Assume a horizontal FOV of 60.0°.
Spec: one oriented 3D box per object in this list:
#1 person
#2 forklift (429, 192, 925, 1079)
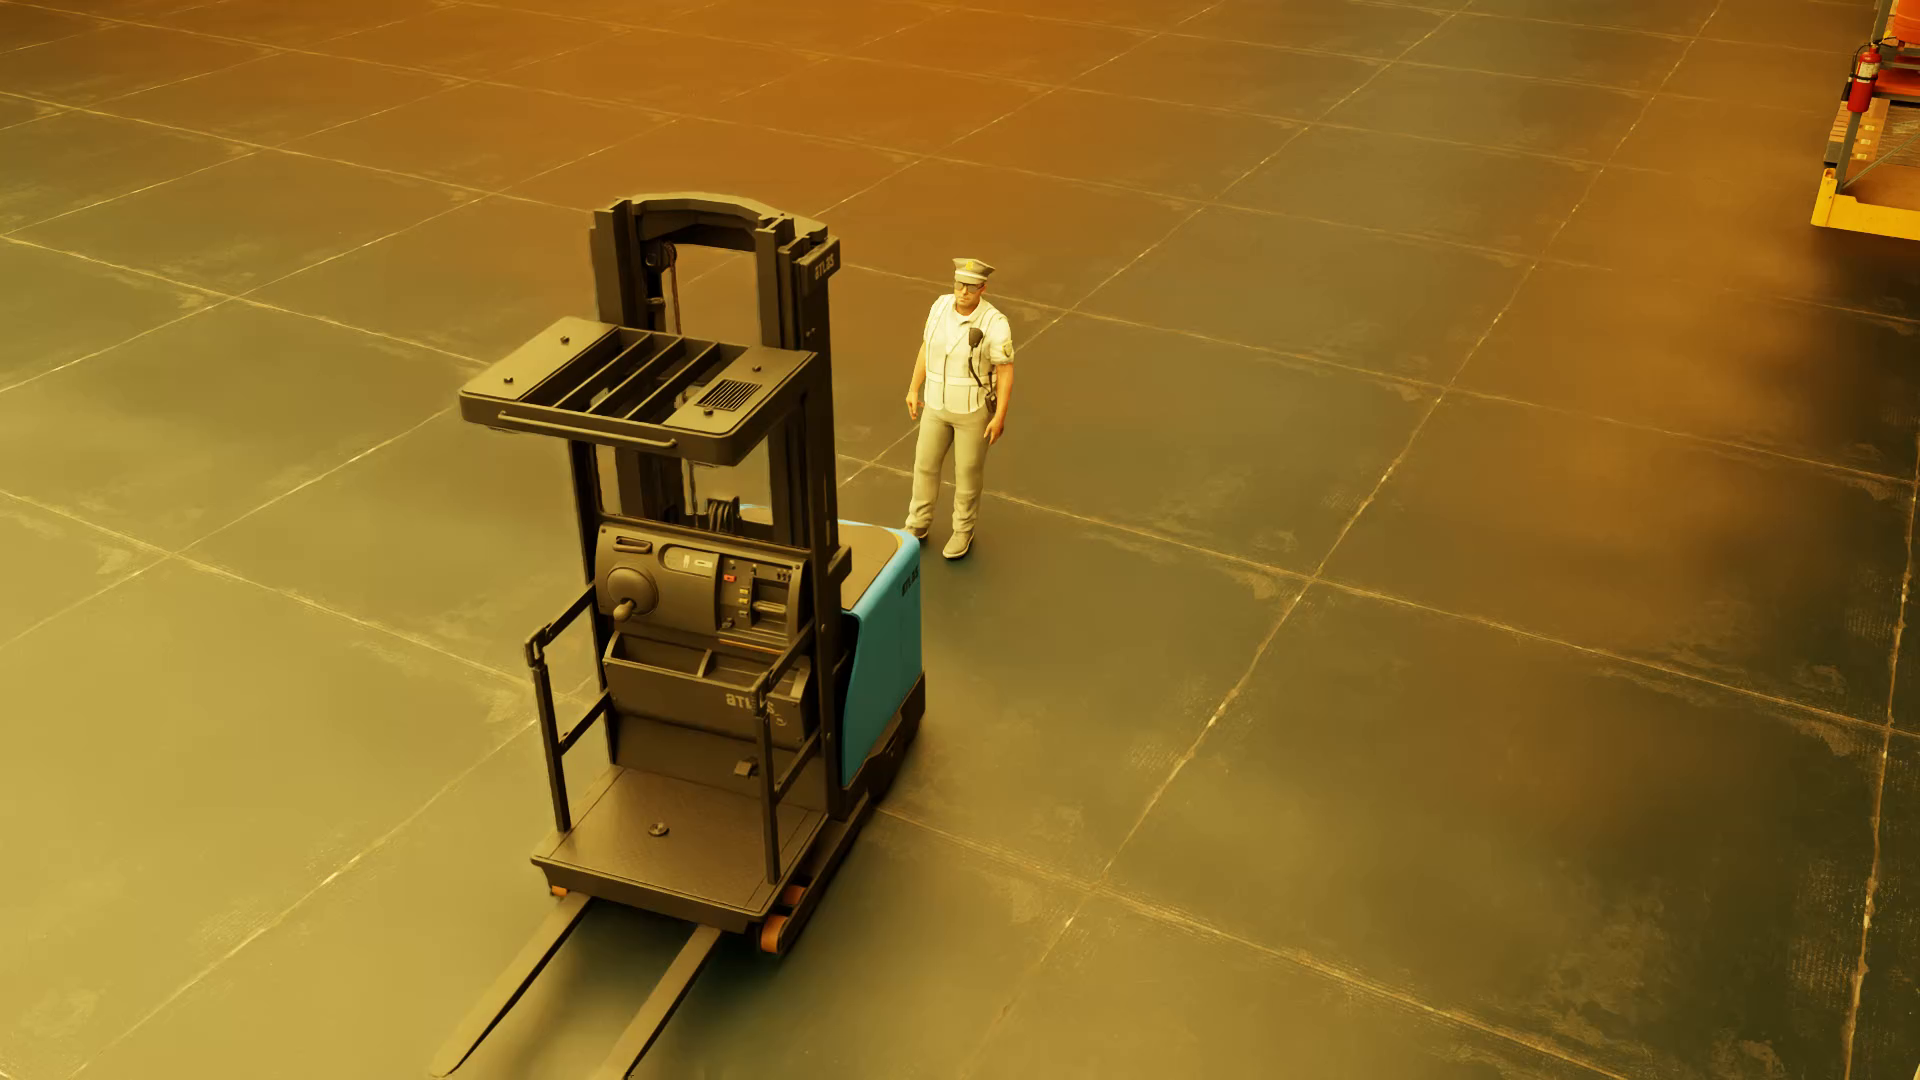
[{"bbox_3d":[-0.048,-0.747,9.499,0.641,1.781,0.574,15,33,25],"label":"person"},{"bbox_3d":[-1.145,0.238,6.658,1.130,2.935,3.031,10,31,17],"label":"forklift"}]
